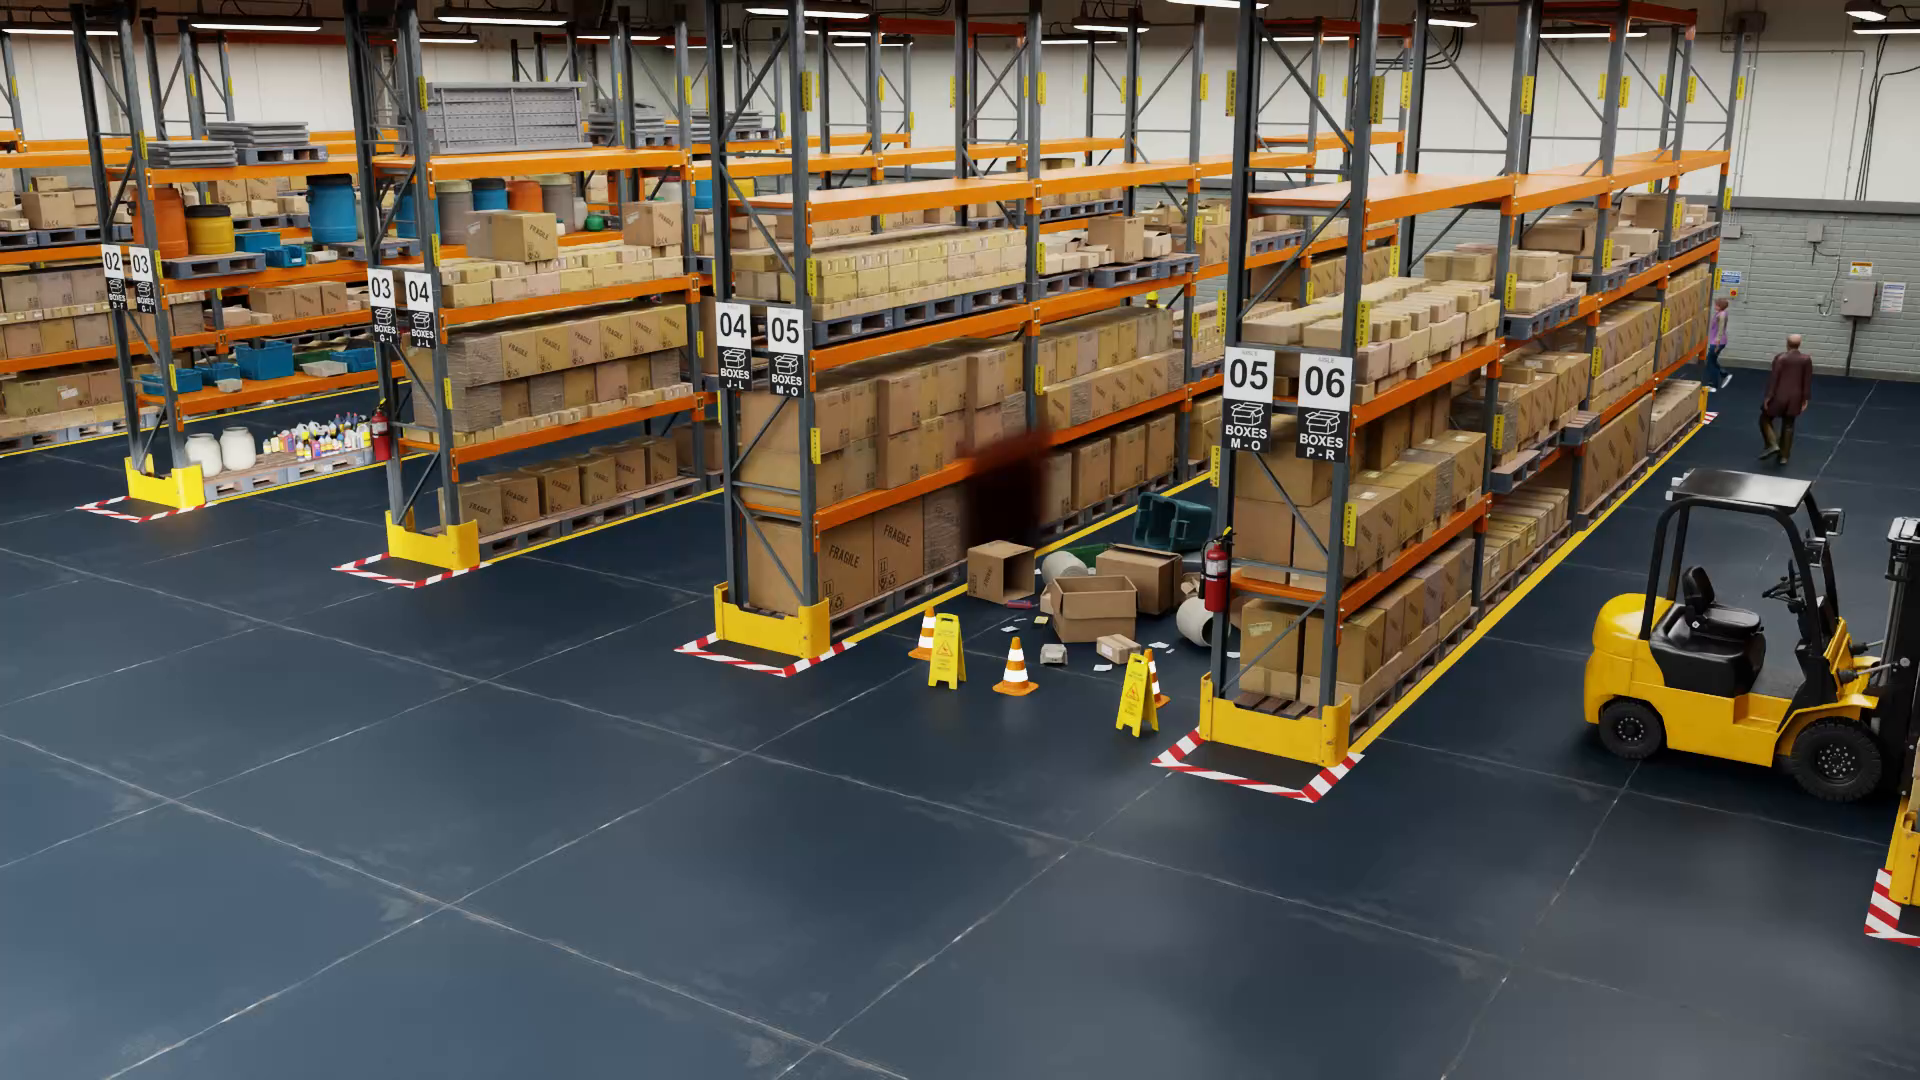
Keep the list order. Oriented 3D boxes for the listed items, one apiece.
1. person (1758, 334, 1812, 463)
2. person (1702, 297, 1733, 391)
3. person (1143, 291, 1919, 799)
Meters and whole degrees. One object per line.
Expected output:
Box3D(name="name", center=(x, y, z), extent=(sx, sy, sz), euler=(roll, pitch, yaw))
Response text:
Box3D(name="person", center=(11.380, -1.947, 22.889), extent=(0.638, 1.779, 0.532), euler=(0, 16, 2))
Box3D(name="person", center=(12.815, -3.278, 28.024), extent=(0.477, 1.554, 0.446), euler=(11, 19, 34))
Box3D(name="person", center=(5.557, -1.094, 20.069), extent=(15.627, 1.654, 10.905), euler=(14, 21, 41))
